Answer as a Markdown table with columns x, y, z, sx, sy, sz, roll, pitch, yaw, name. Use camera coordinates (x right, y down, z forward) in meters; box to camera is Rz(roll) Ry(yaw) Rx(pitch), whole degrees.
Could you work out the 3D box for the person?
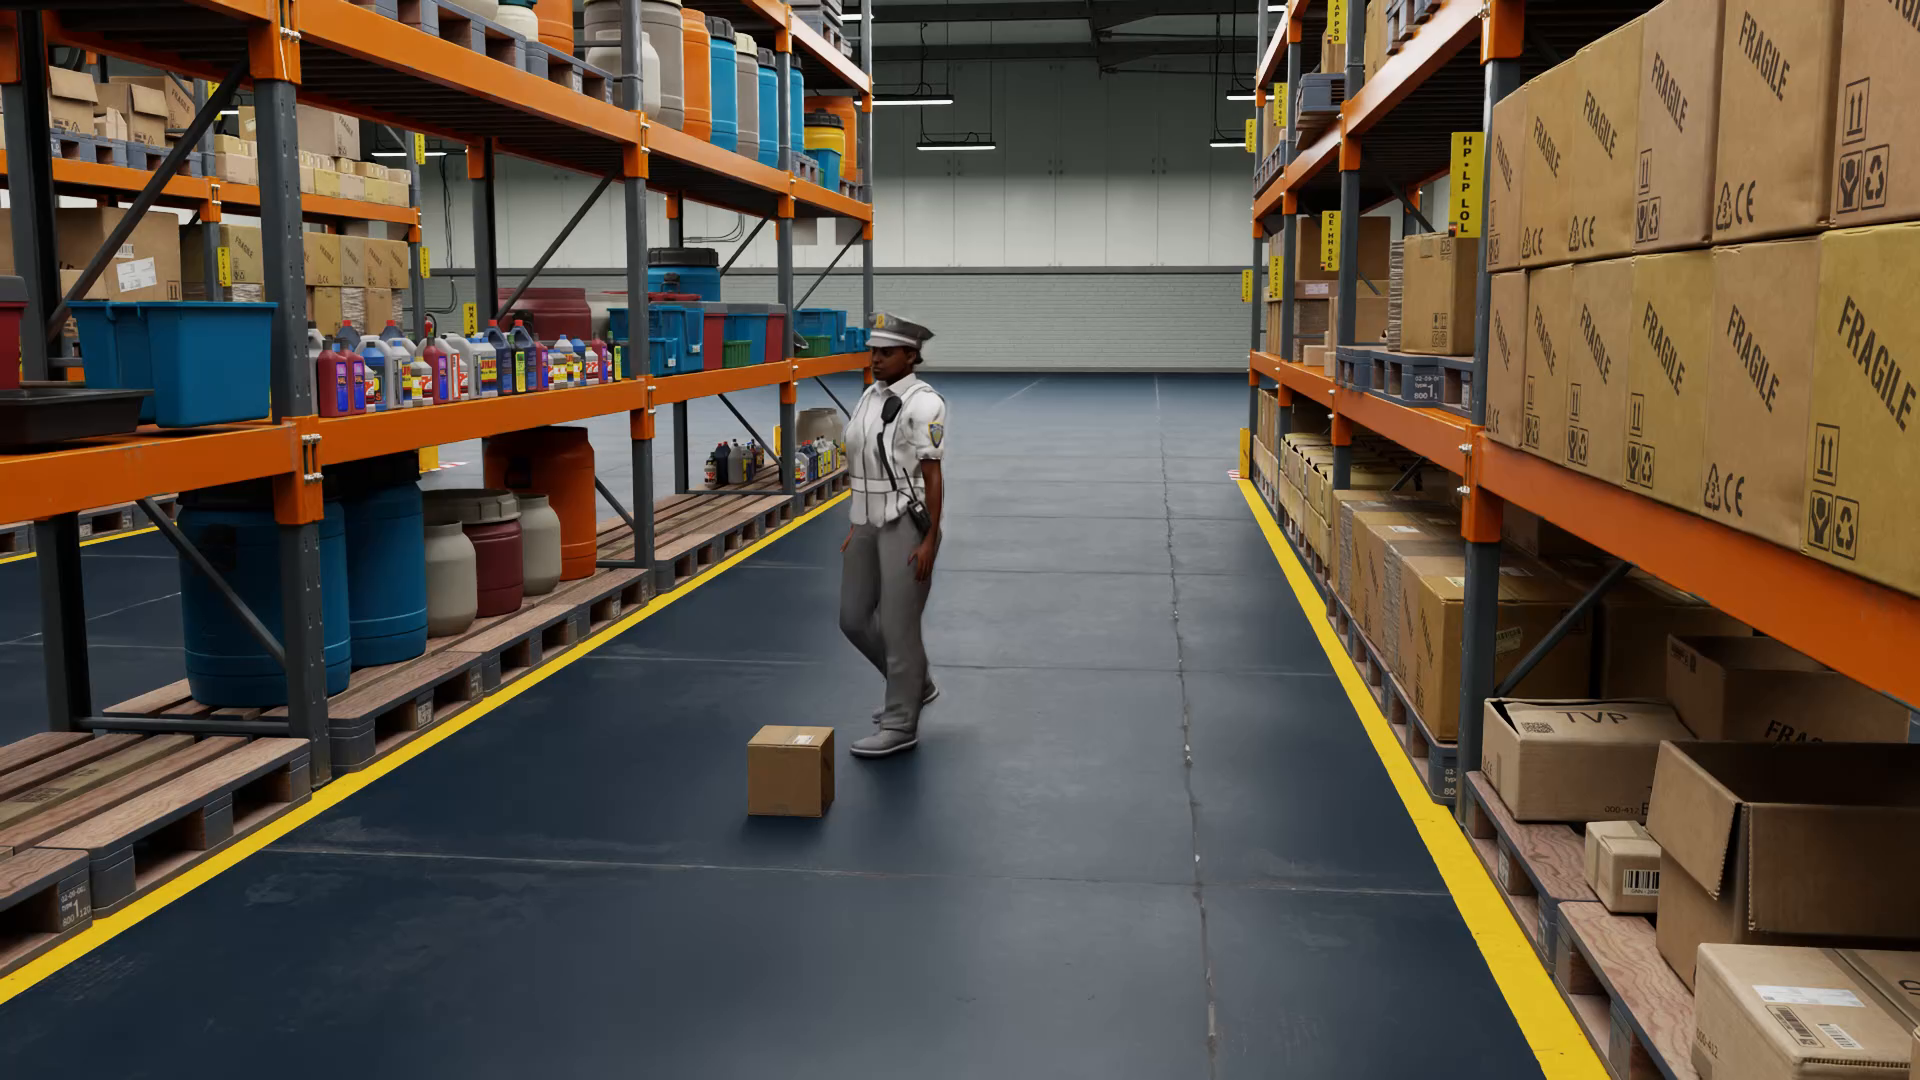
| x | y | z | sx | sy | sz | roll | pitch | yaw | name |
| --- | --- | --- | --- | --- | --- | --- | --- | --- | --- |
| -0.244 | -0.036 | 6.425 | 0.536 | 1.679 | 0.497 | -6 | 10 | -38 | person |
